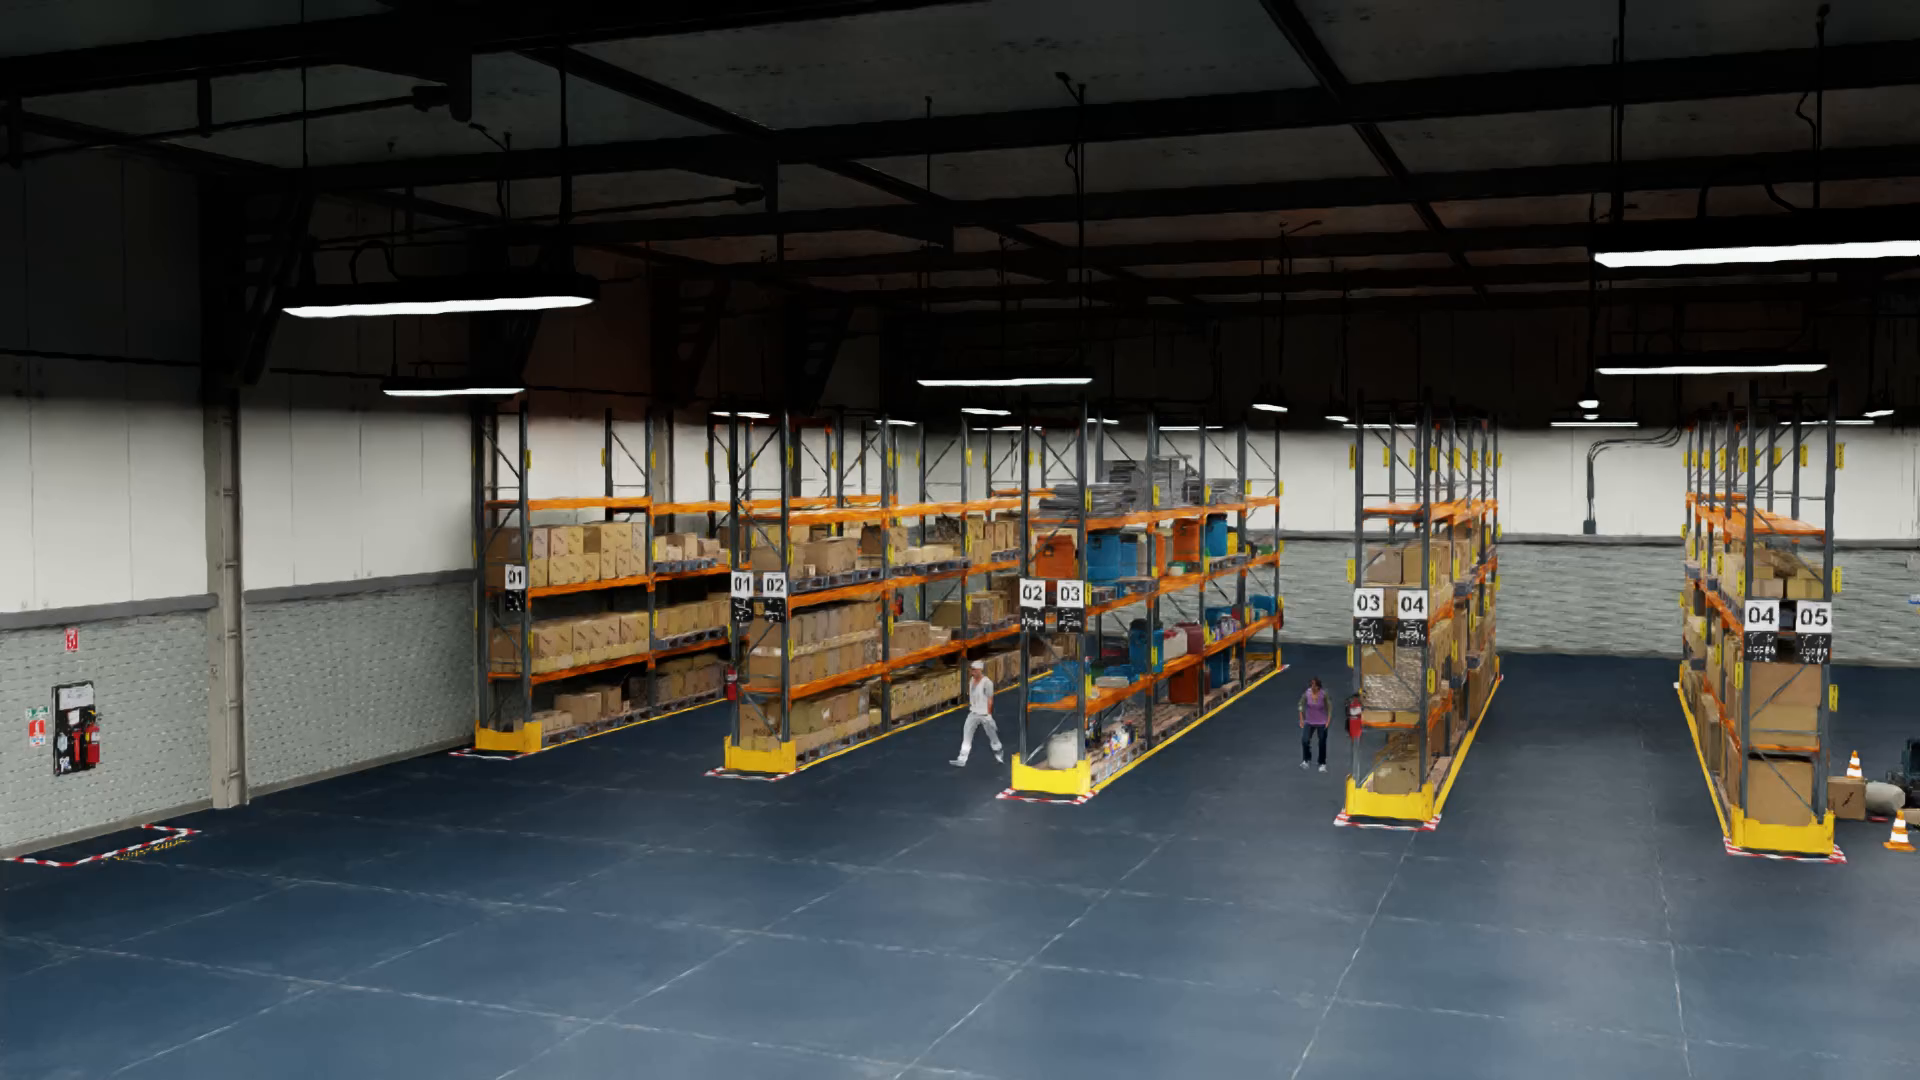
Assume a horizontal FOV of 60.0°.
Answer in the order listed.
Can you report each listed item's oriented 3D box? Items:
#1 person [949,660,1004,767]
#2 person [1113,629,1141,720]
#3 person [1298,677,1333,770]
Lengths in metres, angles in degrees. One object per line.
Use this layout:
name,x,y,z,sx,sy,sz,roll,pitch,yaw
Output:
person,0.303,2.816,27.043,0.593,1.744,0.959,3,4,44
person,3.152,2.576,31.482,0.626,1.779,0.646,1,3,21
person,5.702,2.939,26.696,0.566,1.539,0.519,1,3,19
